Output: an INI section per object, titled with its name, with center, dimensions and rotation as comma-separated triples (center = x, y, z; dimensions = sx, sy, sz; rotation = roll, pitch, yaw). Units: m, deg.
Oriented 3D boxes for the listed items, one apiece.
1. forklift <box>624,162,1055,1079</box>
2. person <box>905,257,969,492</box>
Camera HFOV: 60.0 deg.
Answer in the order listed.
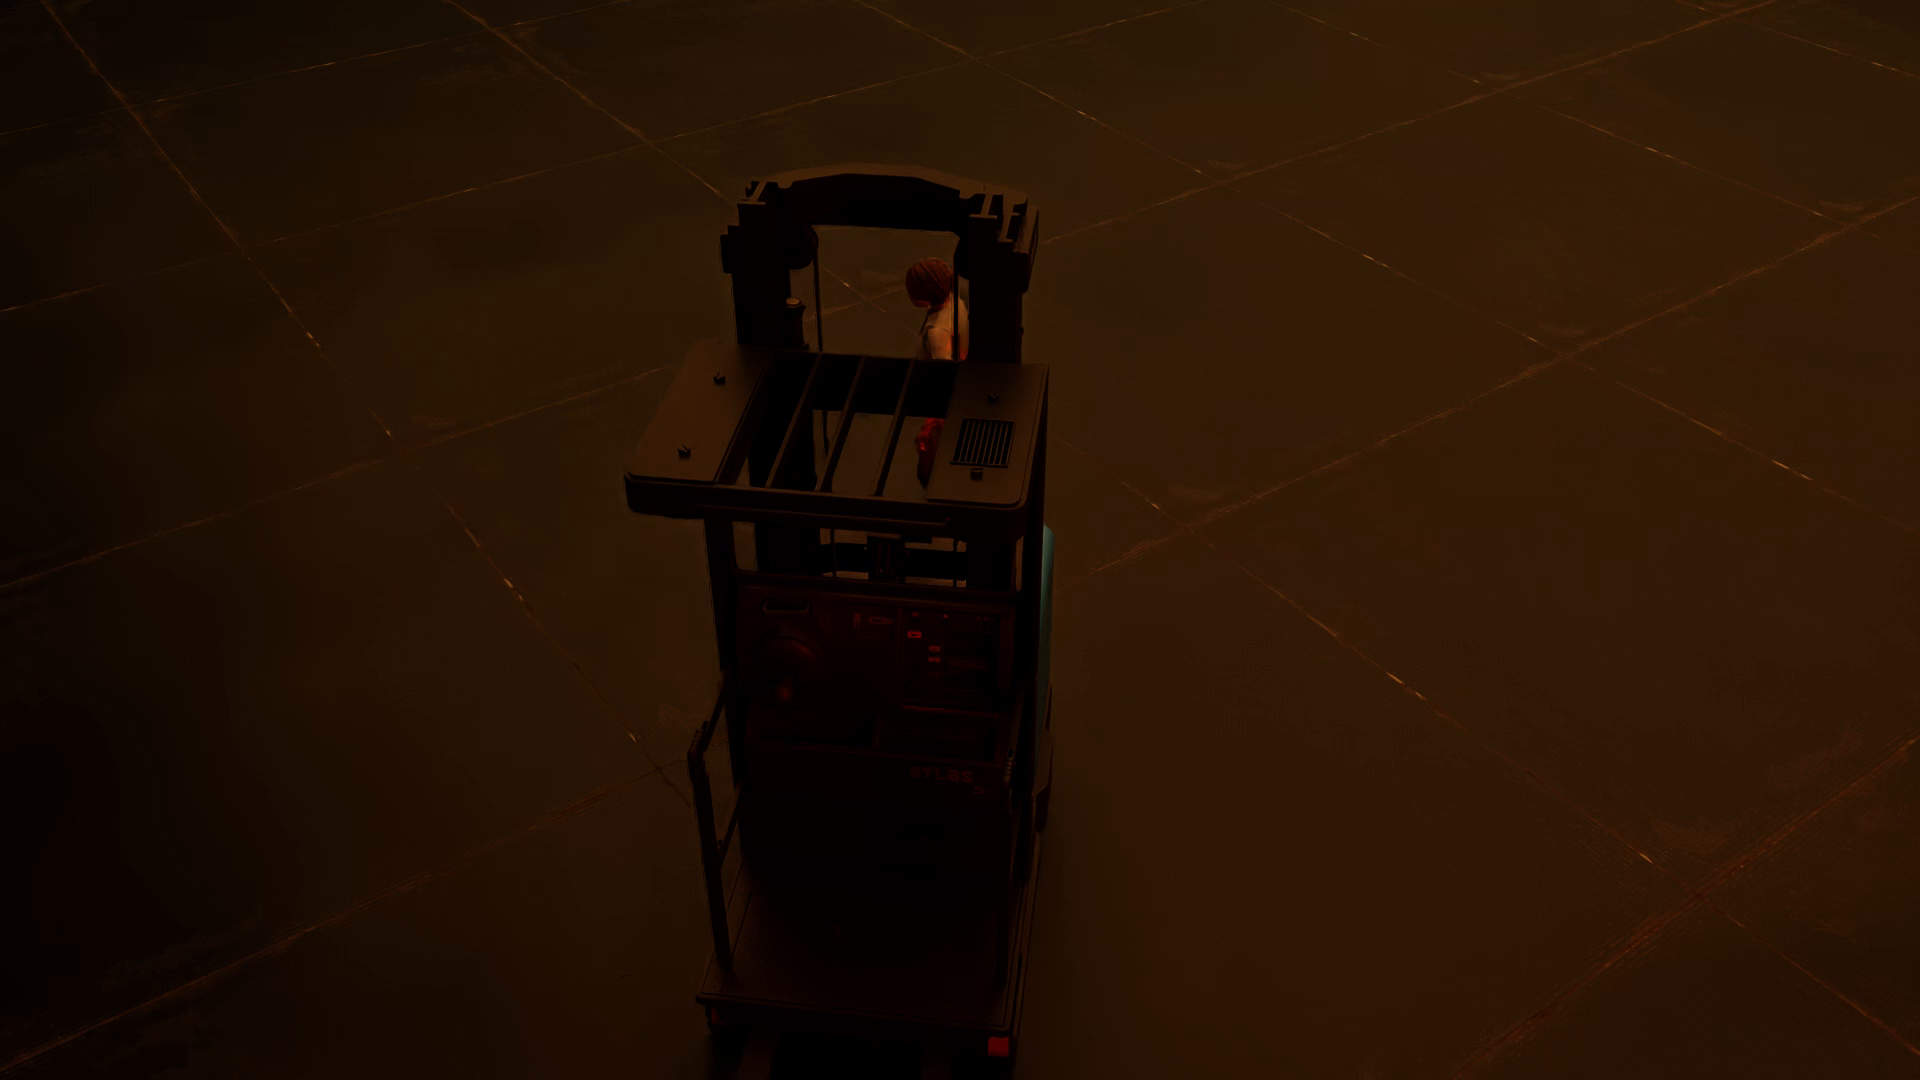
[forklift]
center = -0.311, 0.436, 5.356
dimensions = 1.130, 2.935, 3.031
rotation = 5, 37, 6
[person]
center = -0.068, -0.623, 7.926
dimensions = 0.363, 1.580, 0.527
rotation = 3, 37, 4
